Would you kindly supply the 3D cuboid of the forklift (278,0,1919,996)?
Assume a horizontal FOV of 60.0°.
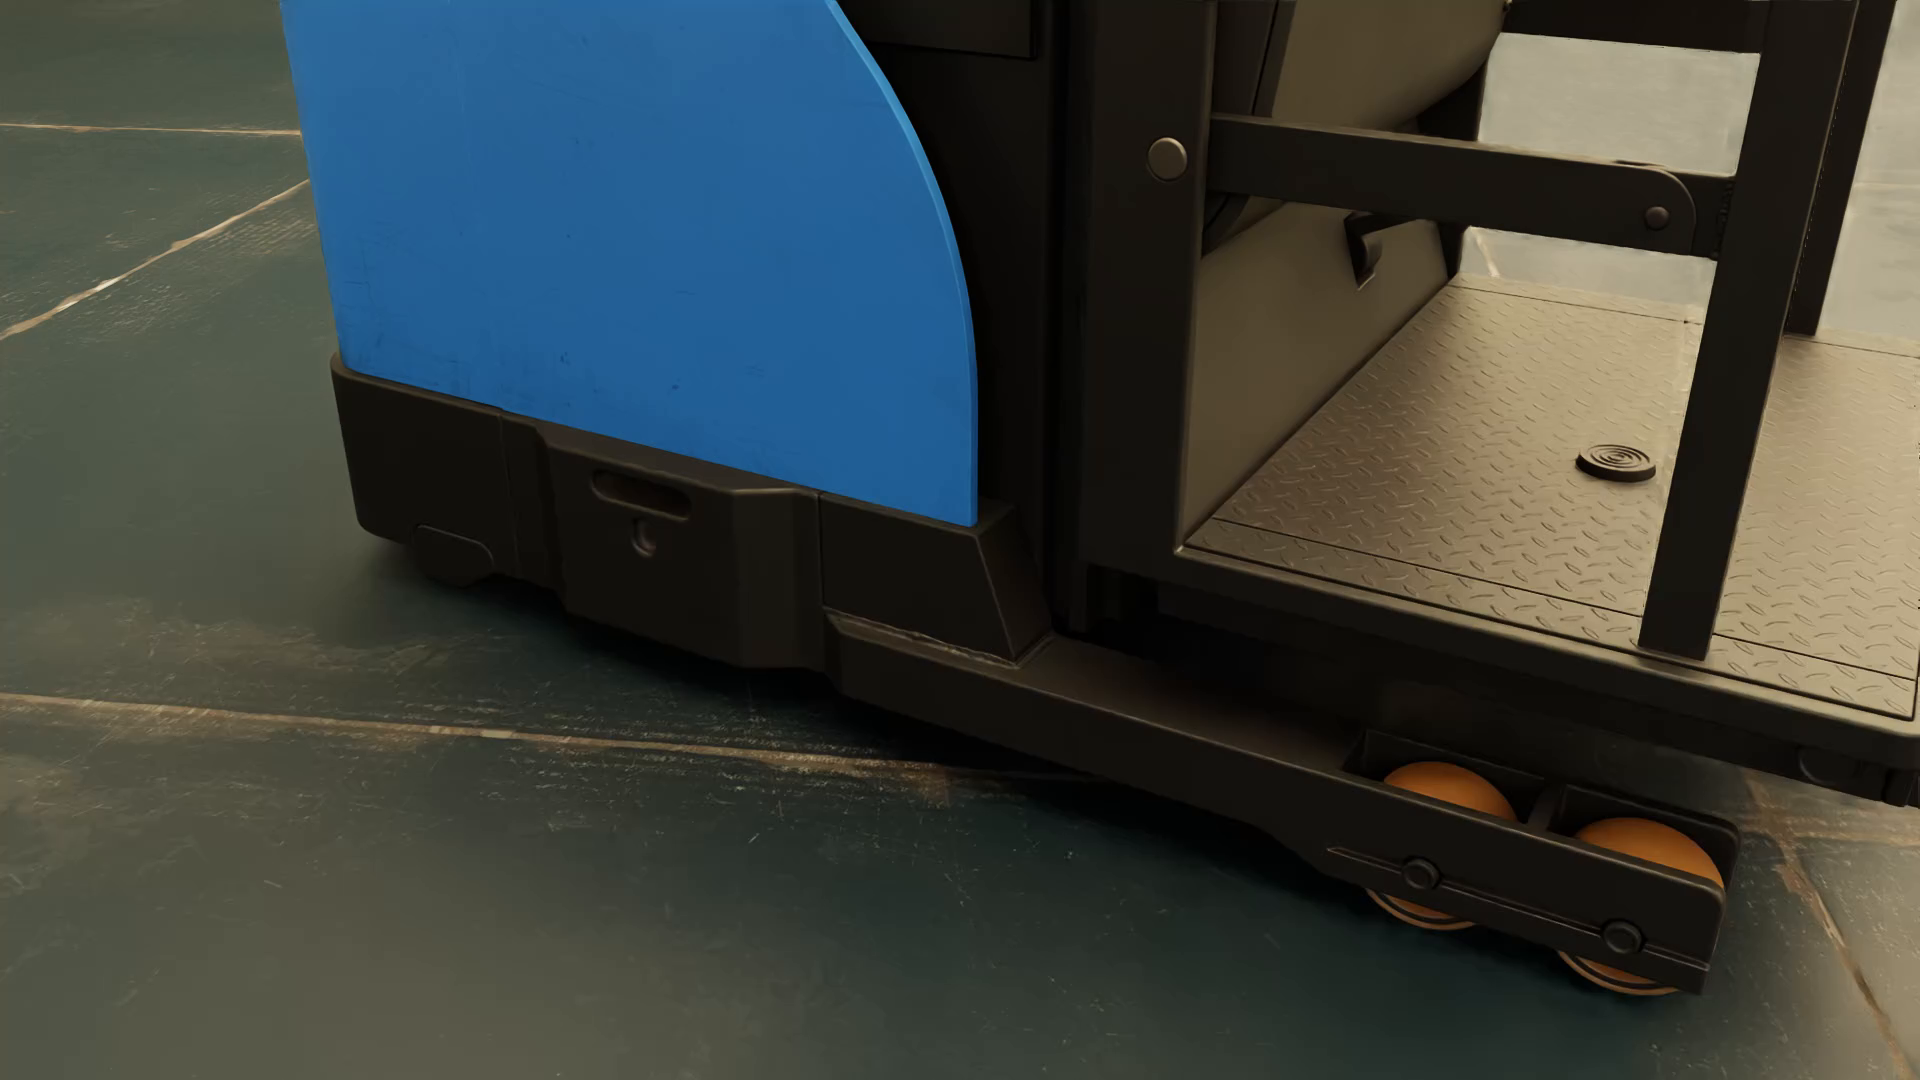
[{"bbox_3d":[0.659,-1.142,1.507,3.031,2.935,1.130,14,30,26],"label":"forklift"}]
